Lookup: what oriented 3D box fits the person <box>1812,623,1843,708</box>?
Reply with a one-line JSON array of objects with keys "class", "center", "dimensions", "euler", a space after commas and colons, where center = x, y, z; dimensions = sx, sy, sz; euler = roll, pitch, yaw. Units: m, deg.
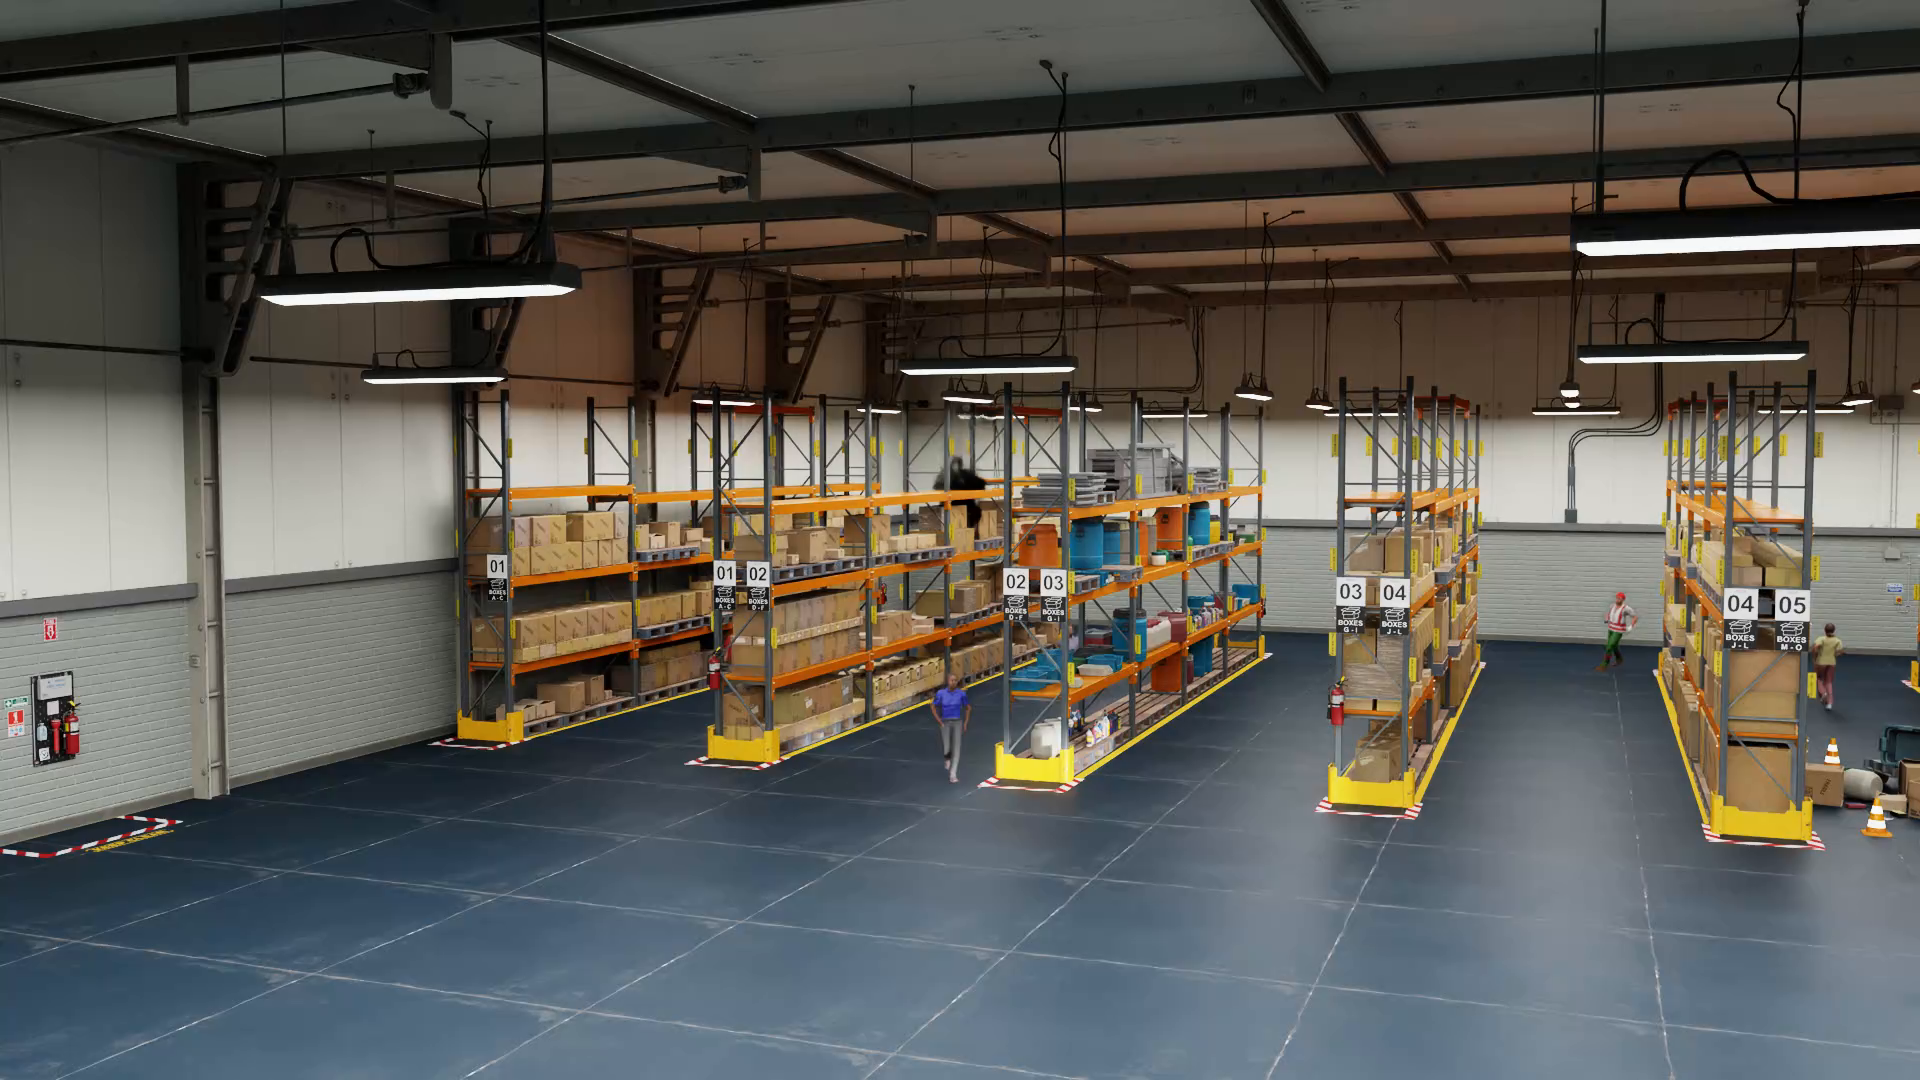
[{"class": "person", "center": [16.725, 2.411, 32.091], "dimensions": [0.559, 1.627, 0.599], "euler": [1, 3, 13]}]

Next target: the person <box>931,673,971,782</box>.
[{"class": "person", "center": [-0.134, 2.821, 25.176], "dimensions": [0.610, 1.626, 0.523], "euler": [0, 3, -4]}]

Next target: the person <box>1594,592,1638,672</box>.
[{"class": "person", "center": [14.706, 2.053, 37.276], "dimensions": [0.942, 1.780, 0.723], "euler": [-1, 3, -23]}]

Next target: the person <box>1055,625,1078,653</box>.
[{"class": "person", "center": [2.140, 2.436, 32.272], "dimensions": [0.623, 1.611, 0.546], "euler": [1, 3, 18]}]

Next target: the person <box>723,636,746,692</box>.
[{"class": "person", "center": [-4.190, 2.429, 31.522], "dimensions": [0.663, 1.723, 0.888], "euler": [0, 3, 4]}]
